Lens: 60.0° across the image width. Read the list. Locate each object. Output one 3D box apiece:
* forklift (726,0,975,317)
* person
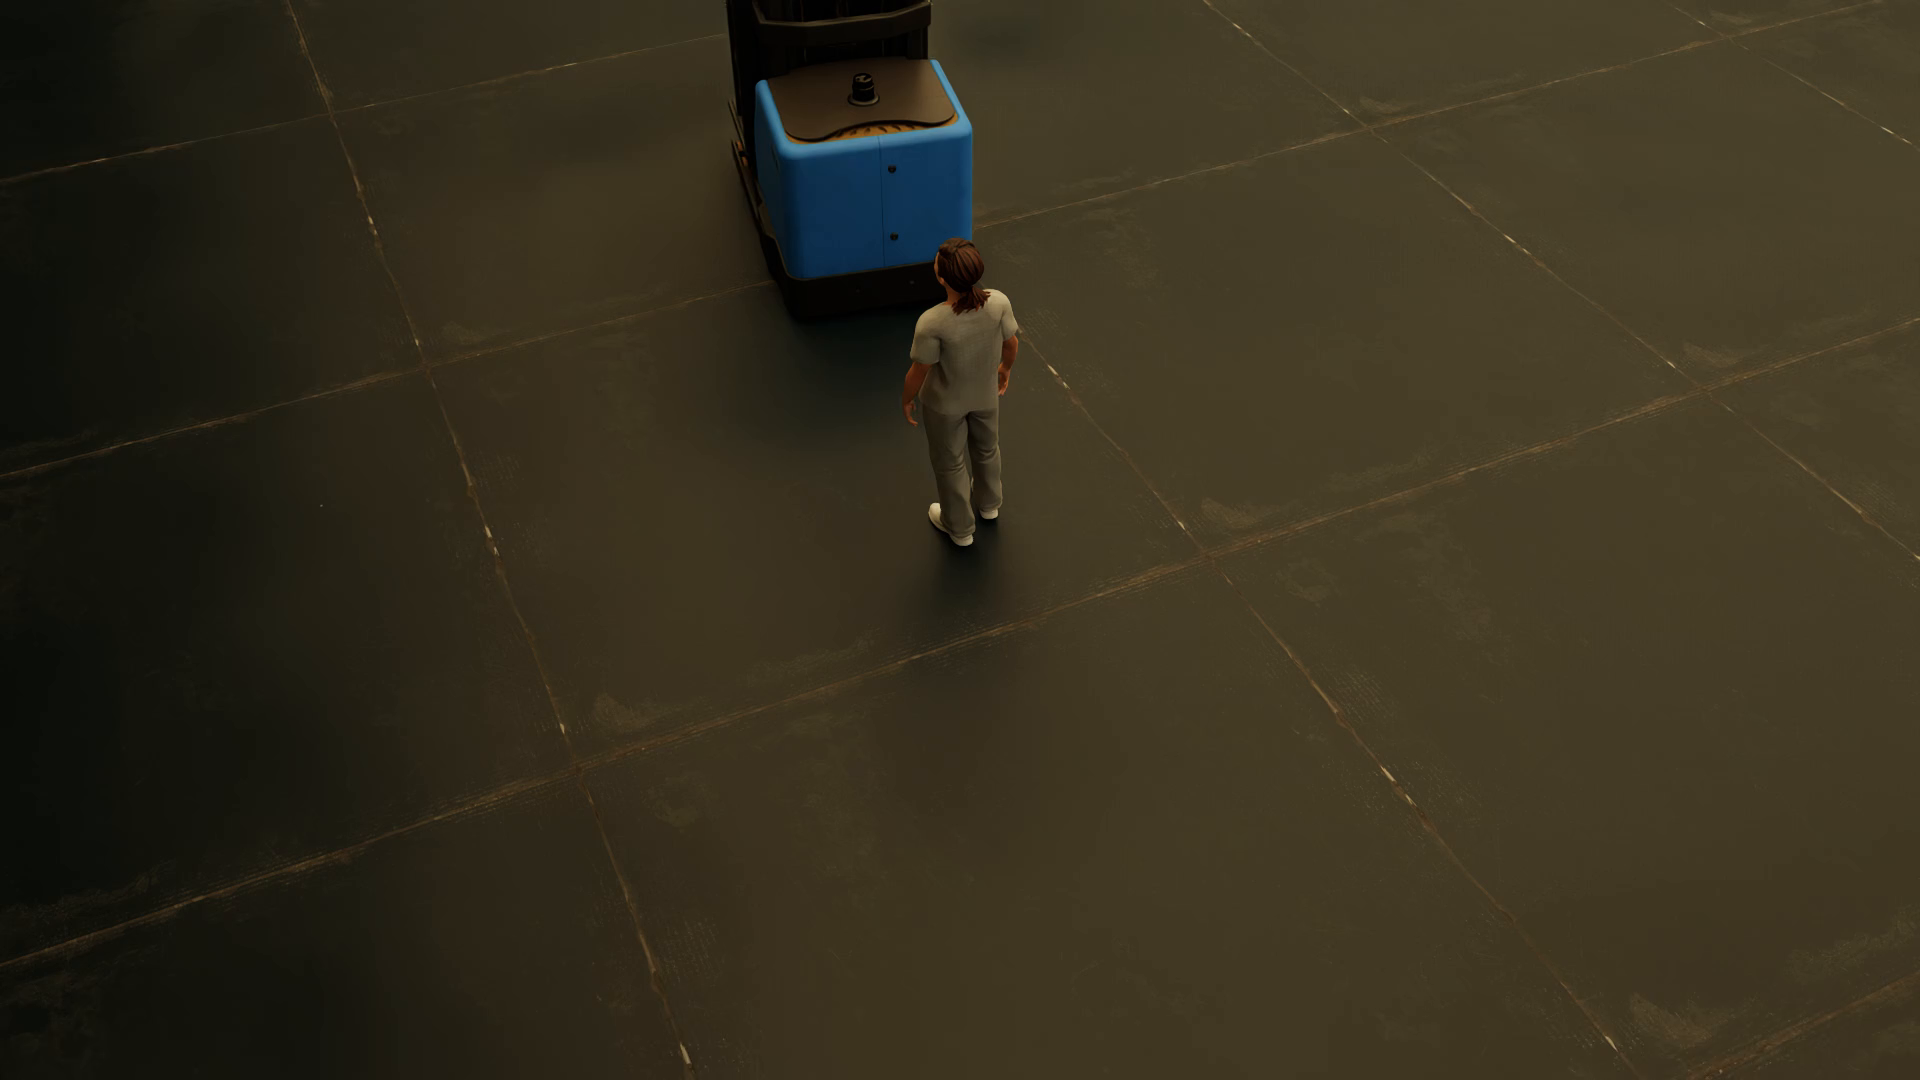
[{"bbox_3d":[-0.783,-3.301,9.218,1.130,2.935,3.031,-10,44,-11],"label":"forklift"},{"bbox_3d":[-0.019,-0.667,7.304,0.550,1.675,0.549,-18,46,-18],"label":"person"}]
